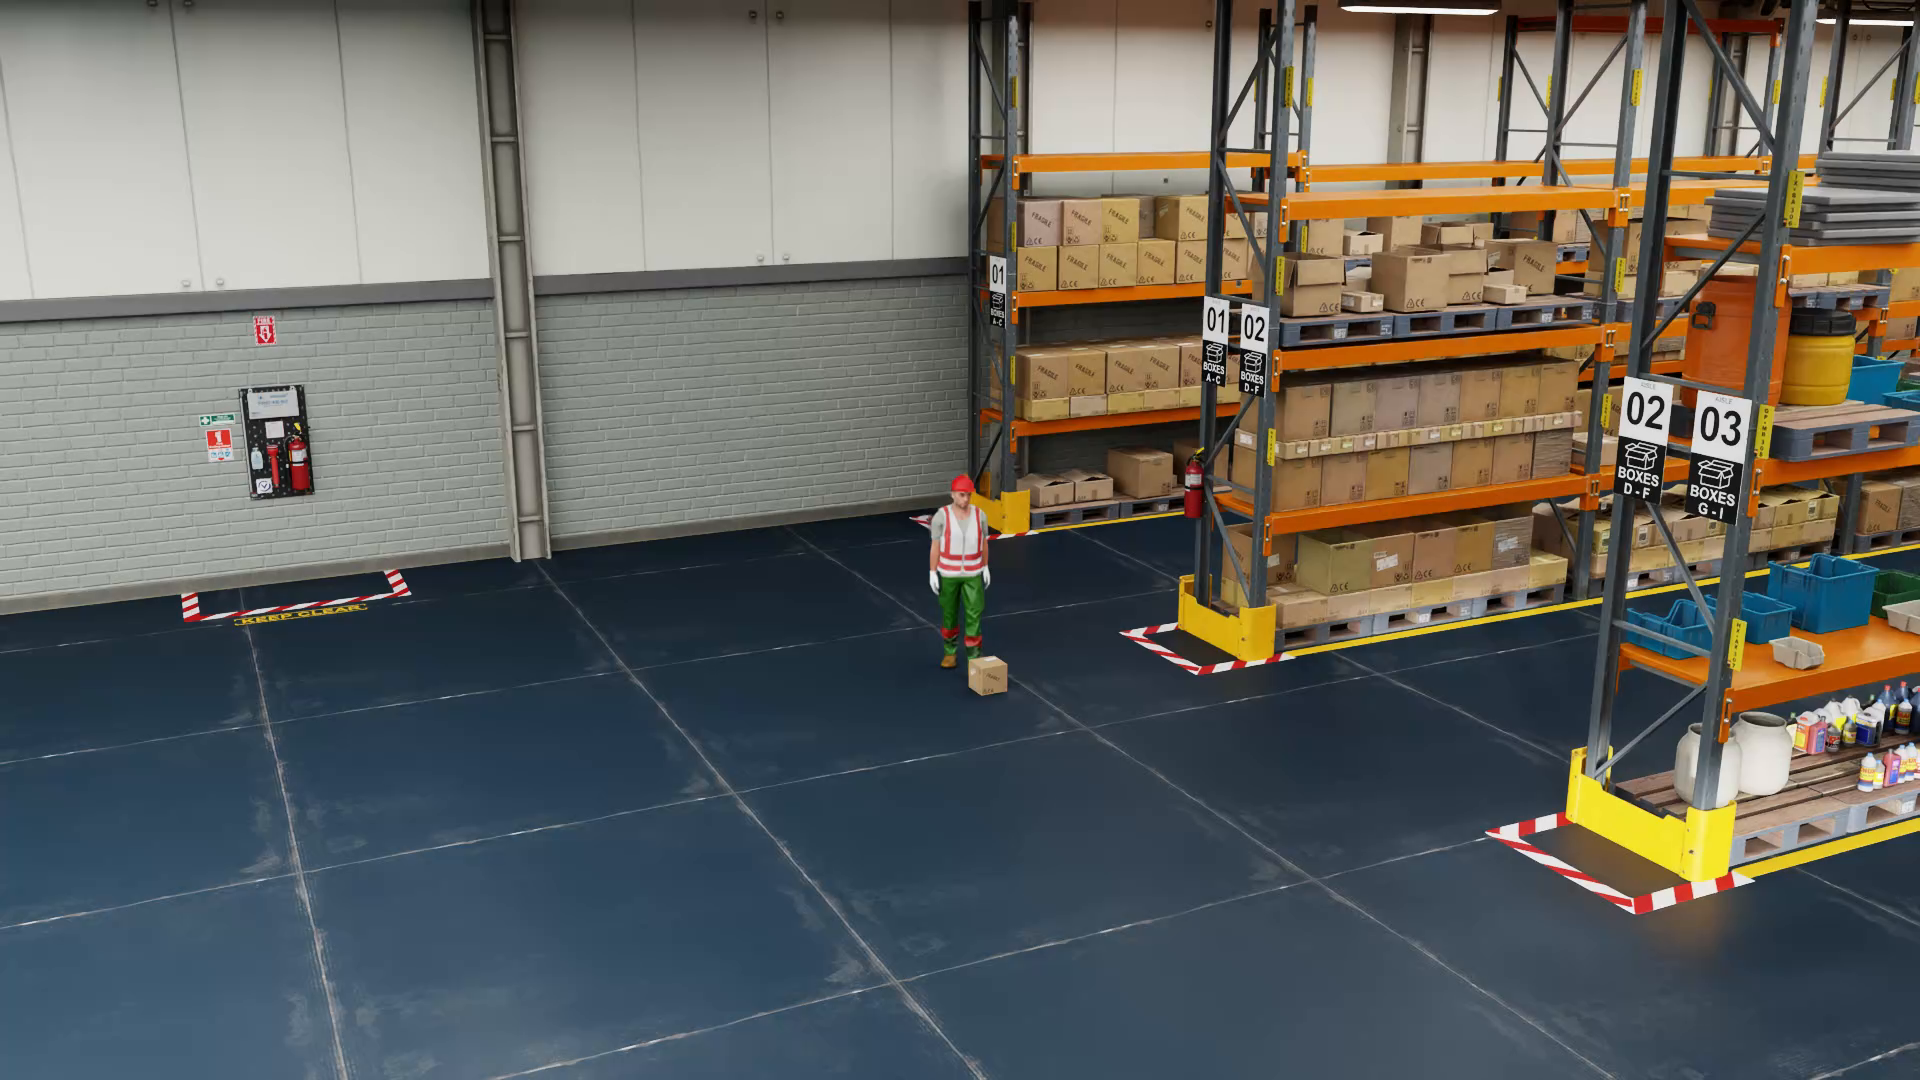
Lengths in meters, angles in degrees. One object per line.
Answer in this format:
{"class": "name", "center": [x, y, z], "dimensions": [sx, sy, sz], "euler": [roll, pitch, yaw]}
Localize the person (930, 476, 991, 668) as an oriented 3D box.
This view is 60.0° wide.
{"class": "person", "center": [0.023, 0.317, 14.599], "dimensions": [0.553, 1.788, 0.682], "euler": [-3, 15, -10]}
